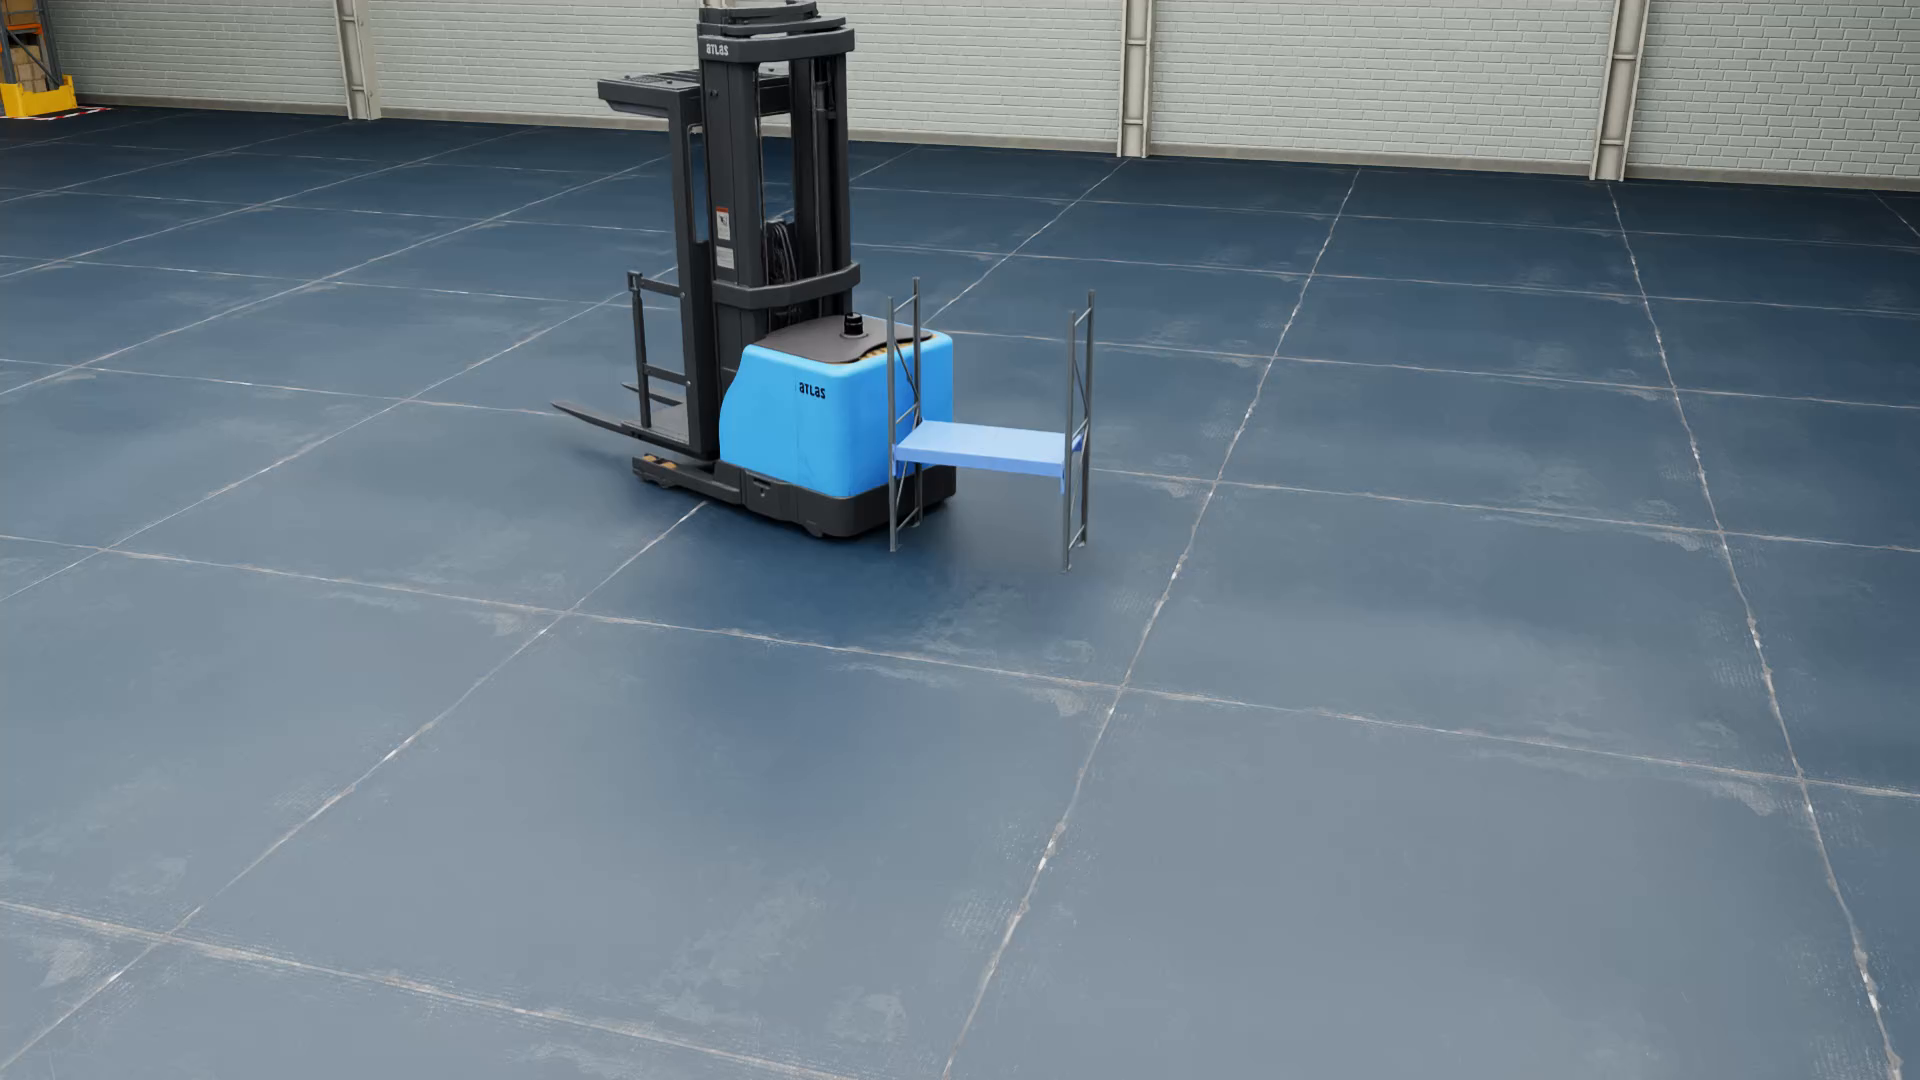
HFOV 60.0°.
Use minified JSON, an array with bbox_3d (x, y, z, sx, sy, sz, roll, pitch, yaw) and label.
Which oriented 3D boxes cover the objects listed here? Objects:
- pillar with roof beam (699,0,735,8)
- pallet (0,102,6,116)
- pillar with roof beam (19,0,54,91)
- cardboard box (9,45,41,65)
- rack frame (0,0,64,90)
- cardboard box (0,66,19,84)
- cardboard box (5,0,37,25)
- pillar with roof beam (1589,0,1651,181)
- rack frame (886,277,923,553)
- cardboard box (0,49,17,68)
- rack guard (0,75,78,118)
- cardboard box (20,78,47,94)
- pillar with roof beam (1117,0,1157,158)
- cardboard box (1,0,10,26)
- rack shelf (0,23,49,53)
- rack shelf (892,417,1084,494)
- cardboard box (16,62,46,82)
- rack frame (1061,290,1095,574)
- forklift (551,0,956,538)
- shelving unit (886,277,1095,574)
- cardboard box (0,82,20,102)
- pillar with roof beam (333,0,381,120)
[{"bbox_3d":[-4.651,-8.438,18.484,0.400,9.000,9.100,7,23,16],"label":"pillar with roof beam"},{"bbox_3d":[-15.234,-6.917,26.355,1.213,0.211,1.003,7,23,16],"label":"pallet"},{"bbox_3d":[-16.140,-9.754,21.691,0.400,9.000,9.100,7,23,16],"label":"pillar with roof beam"},{"bbox_3d":[-14.896,-7.645,26.207,0.500,0.250,0.500,6,23,15],"label":"cardboard box"},{"bbox_3d":[-14.490,-8.139,25.658,0.127,3.000,1.000,7,23,16],"label":"rack frame"},{"bbox_3d":[-15.046,-7.232,25.859,0.500,0.250,0.500,6,23,15],"label":"cardboard box"},{"bbox_3d":[-14.884,-8.340,26.018,0.500,0.500,0.500,7,23,17],"label":"cardboard box"},{"bbox_3d":[6.837,-7.123,15.277,0.400,9.000,9.100,7,23,16],"label":"pillar with roof beam"},{"bbox_3d":[-0.314,-0.710,9.525,0.032,1.500,0.500,7,23,16],"label":"rack frame"},{"bbox_3d":[-15.021,-7.460,25.757,0.500,0.250,0.500,7,23,17],"label":"cardboard box"},{"bbox_3d":[-14.467,-6.979,26.126,0.348,0.500,1.175,7,23,16],"label":"rack guard"},{"bbox_3d":[-14.904,-7.186,26.405,0.500,0.250,0.500,7,23,16],"label":"cardboard box"},{"bbox_3d":[1.093,-7.781,16.881,0.400,9.000,9.100,7,23,16],"label":"pillar with roof beam"},{"bbox_3d":[-15.037,-8.143,25.538,0.500,0.500,0.500,6,23,14],"label":"cardboard box"},{"bbox_3d":[-16.405,-8.025,26.329,4.000,0.370,1.077,7,23,16],"label":"rack shelf"},{"bbox_3d":[0.171,-0.487,9.454,1.000,0.185,0.538,7,23,16],"label":"rack shelf"},{"bbox_3d":[-14.880,-7.419,26.315,0.500,0.250,0.500,7,23,16],"label":"cardboard box"},{"bbox_3d":[0.657,-0.596,9.247,0.032,1.500,0.500,7,23,16],"label":"rack frame"},{"bbox_3d":[-1.469,-1.817,10.337,3.031,2.935,1.130,18,29,37],"label":"forklift"},{"bbox_3d":[0.171,-0.653,9.386,1.048,1.500,0.538,7,23,16],"label":"shelving unit"},{"bbox_3d":[-15.031,-6.997,25.946,0.500,0.250,0.500,7,23,16],"label":"cardboard box"},{"bbox_3d":[-10.396,-9.096,20.088,0.400,9.000,9.100,7,23,16],"label":"pillar with roof beam"}]
